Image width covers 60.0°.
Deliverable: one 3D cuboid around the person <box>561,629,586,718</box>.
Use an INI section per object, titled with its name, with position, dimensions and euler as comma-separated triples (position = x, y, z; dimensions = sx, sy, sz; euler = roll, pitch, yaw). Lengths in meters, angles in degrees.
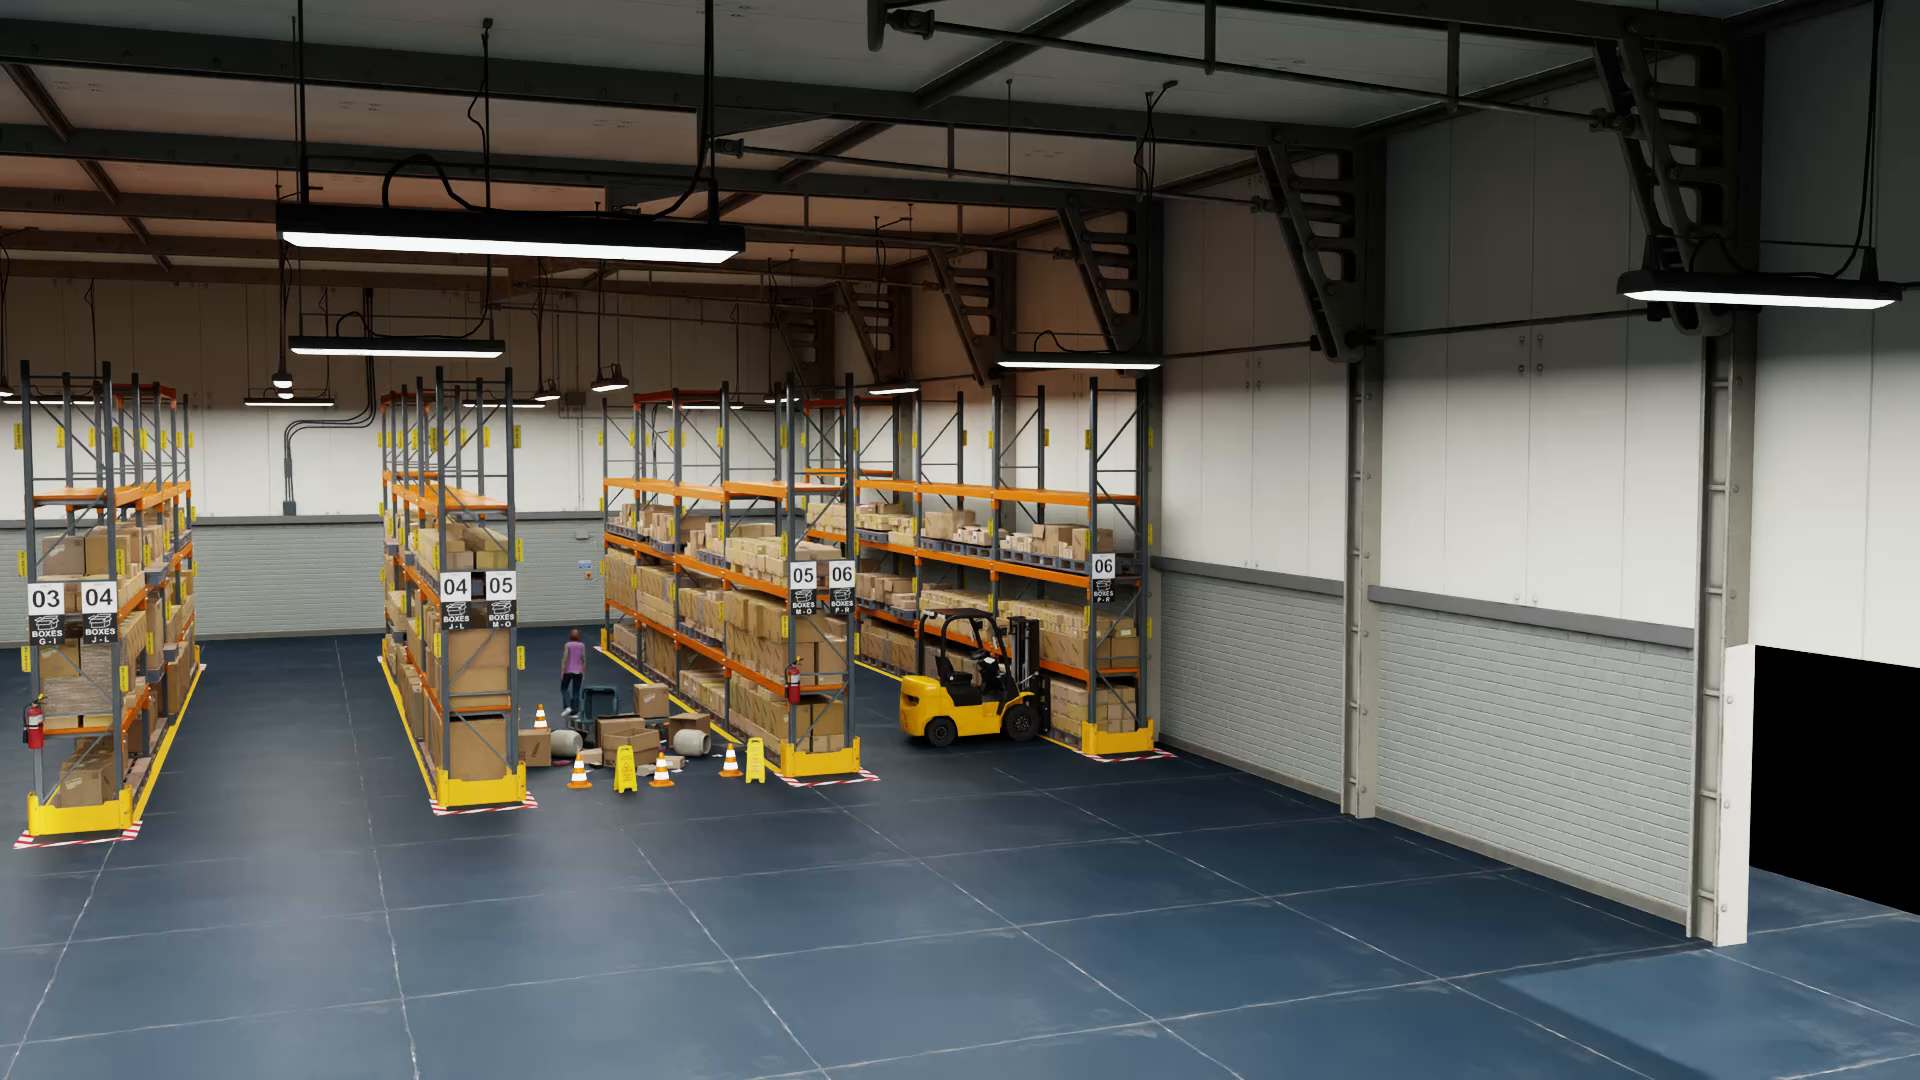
[person]
position = -6.948, 2.399, 29.867
dimensions = 0.466, 1.597, 0.372
euler = -1, 4, -20
